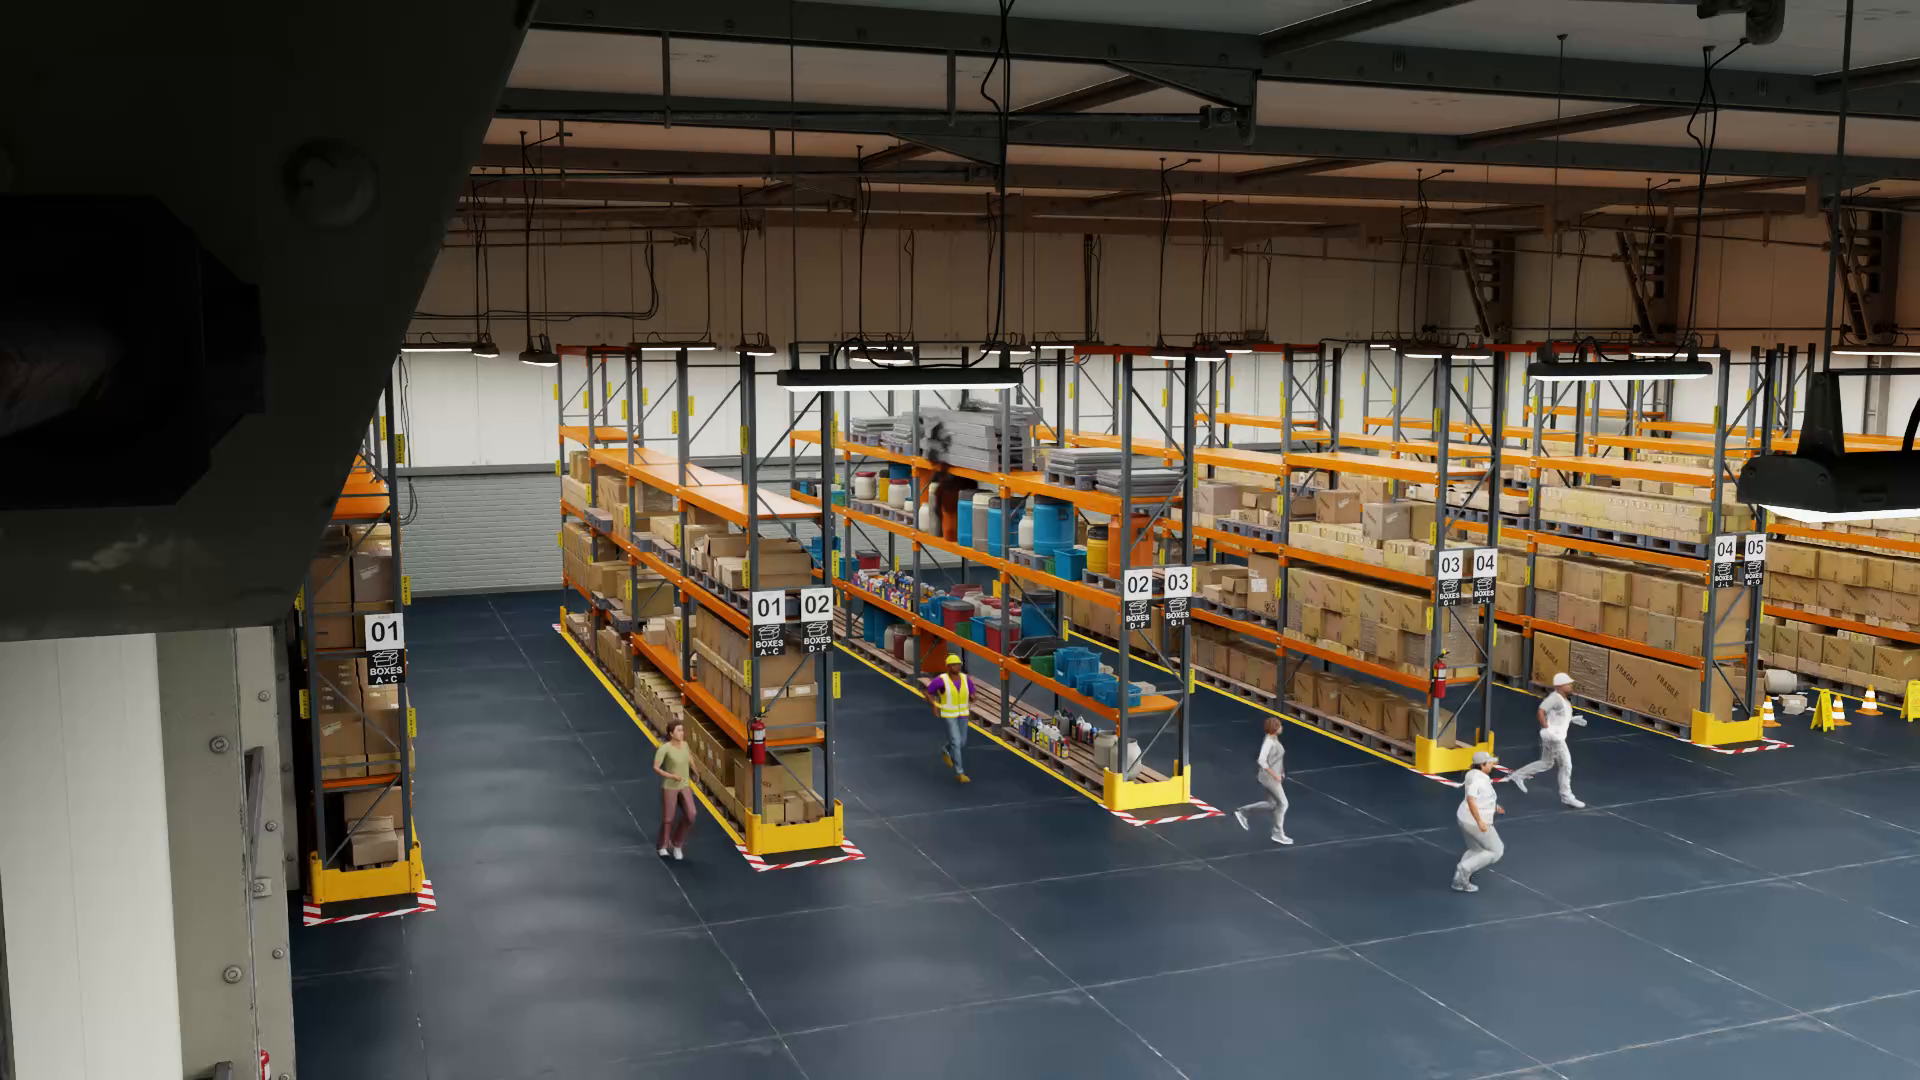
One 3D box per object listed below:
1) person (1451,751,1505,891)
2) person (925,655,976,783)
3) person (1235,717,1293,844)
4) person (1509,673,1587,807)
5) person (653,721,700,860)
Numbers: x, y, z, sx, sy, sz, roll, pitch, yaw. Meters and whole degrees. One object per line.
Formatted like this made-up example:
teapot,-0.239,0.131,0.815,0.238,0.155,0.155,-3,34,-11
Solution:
person,5.862,3.166,18.691,0.581,1.616,0.592,0,7,1
person,-0.083,2.478,23.429,0.710,1.747,0.968,-4,8,-30
person,3.773,2.961,20.565,0.725,1.582,0.564,1,7,11
person,7.878,2.636,22.221,0.979,1.774,0.651,3,8,22
person,-3.368,2.993,19.940,0.626,1.667,0.560,-6,9,-40
